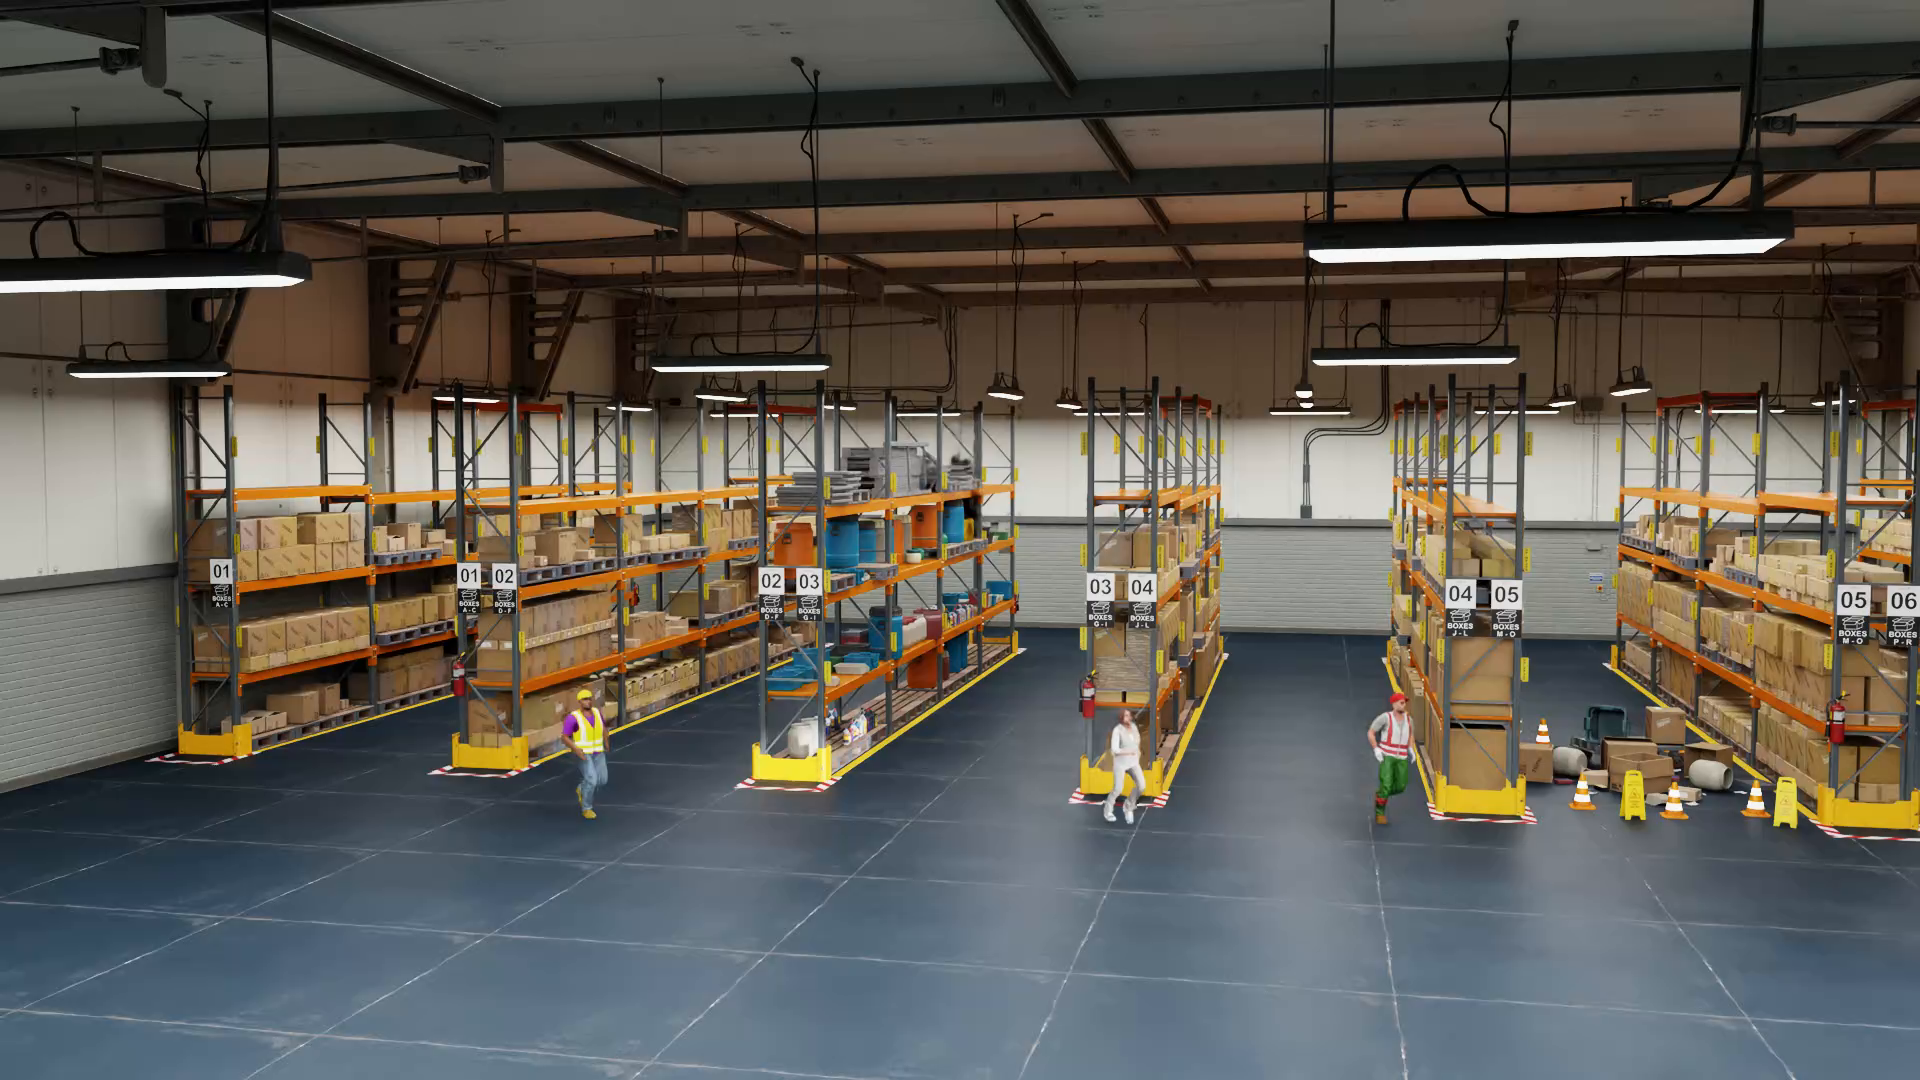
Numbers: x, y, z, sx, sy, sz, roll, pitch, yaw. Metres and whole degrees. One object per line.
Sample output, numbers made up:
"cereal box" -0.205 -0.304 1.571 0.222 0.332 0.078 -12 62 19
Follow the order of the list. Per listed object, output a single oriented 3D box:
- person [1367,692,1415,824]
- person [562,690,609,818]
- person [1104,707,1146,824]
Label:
"person" 5.801 2.902 22.297 0.703 1.727 0.534 -1 3 -14
"person" -5.054 2.883 22.538 0.546 1.729 0.698 3 4 44
"person" 2.202 2.967 21.898 0.551 1.552 0.789 -2 4 -25
